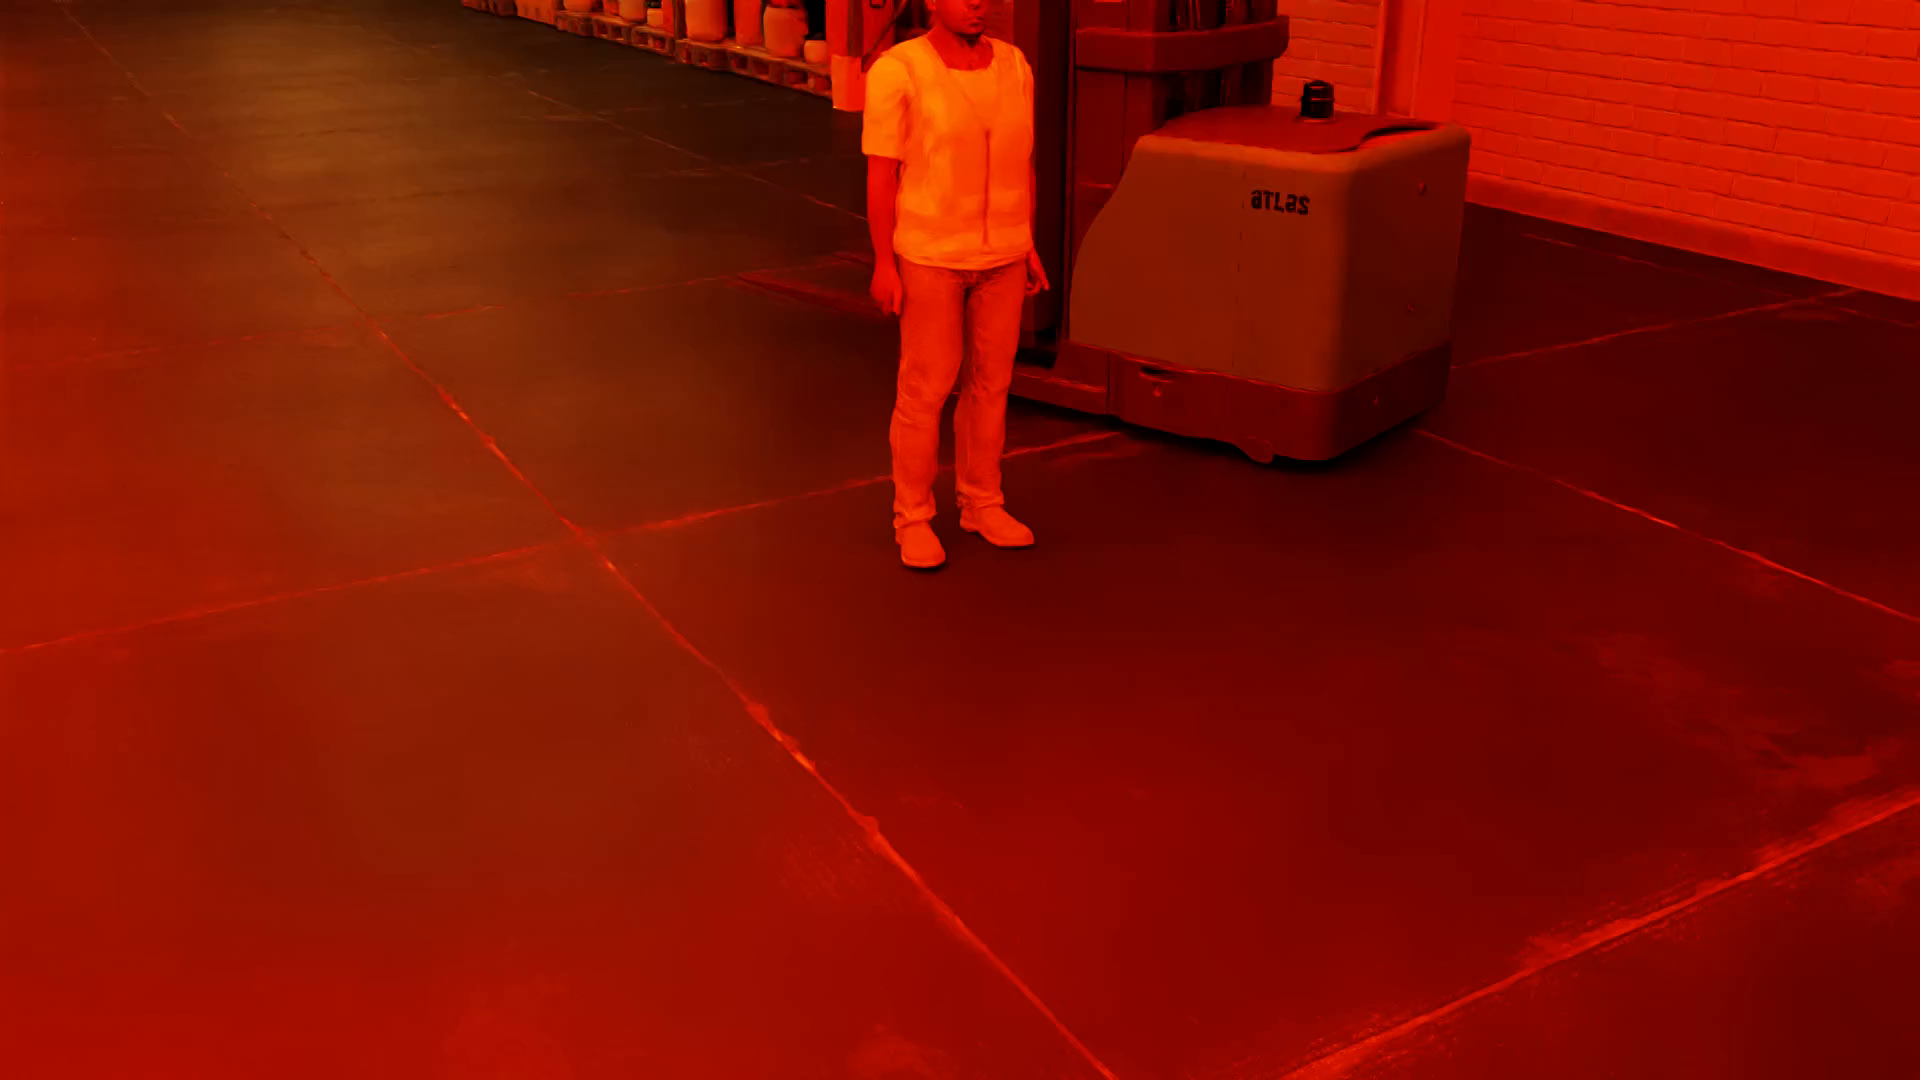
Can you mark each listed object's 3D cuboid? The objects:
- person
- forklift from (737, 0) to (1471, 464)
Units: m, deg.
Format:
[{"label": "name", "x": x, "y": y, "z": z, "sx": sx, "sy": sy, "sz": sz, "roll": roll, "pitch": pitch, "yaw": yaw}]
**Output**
[{"label": "person", "x": 0.007, "y": -0.814, "z": 4.789, "sx": 0.559, "sy": 1.771, "sz": 0.367, "roll": -12, "pitch": 25, "yaw": -28}, {"label": "forklift", "x": 0.379, "y": -2.061, "z": 6.295, "sx": 3.031, "sy": 2.935, "sz": 1.130, "roll": 18, "pitch": 28, "yaw": 36}]
